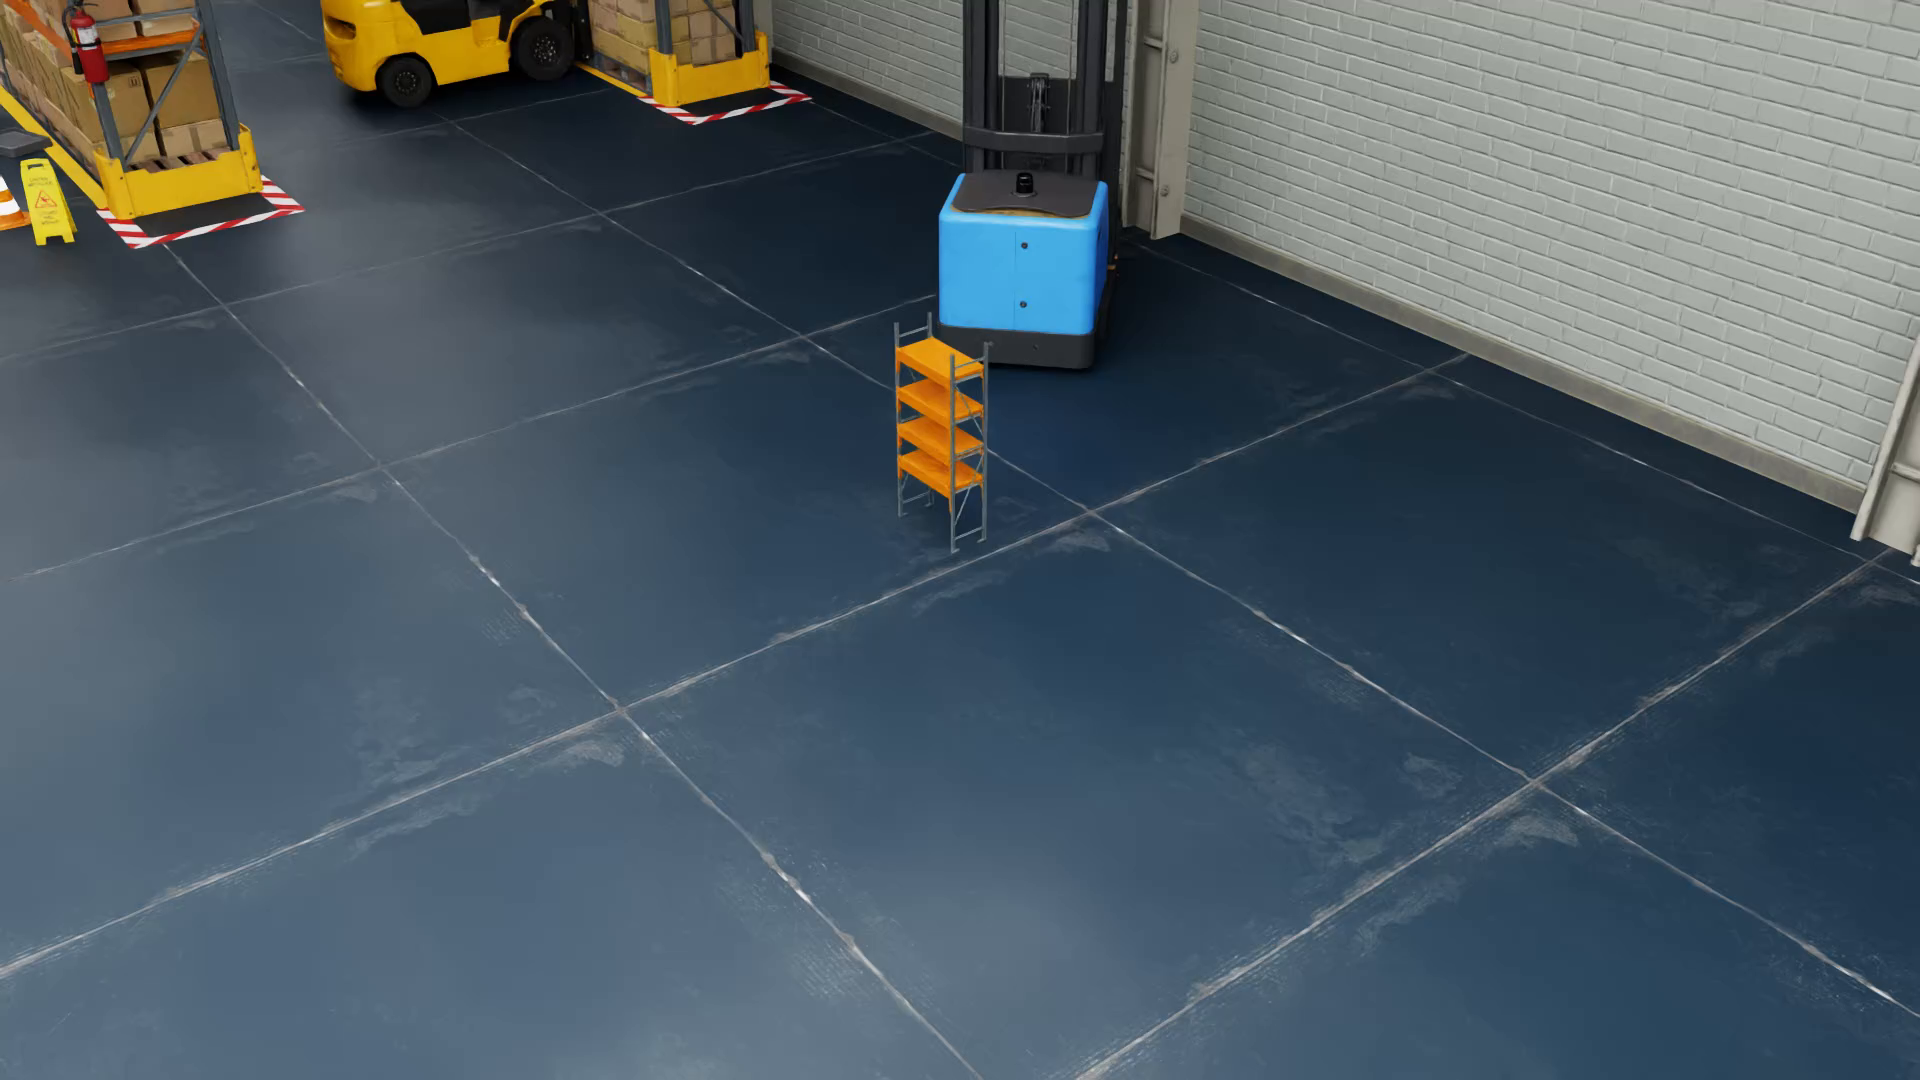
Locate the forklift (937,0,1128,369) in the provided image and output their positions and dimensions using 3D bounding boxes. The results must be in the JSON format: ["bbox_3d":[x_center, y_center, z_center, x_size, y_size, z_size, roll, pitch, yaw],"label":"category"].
[{"bbox_3d":[0.603,-3.134,11.518,1.130,2.935,3.031,5,32,8],"label":"forklift"}]

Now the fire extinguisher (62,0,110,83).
[{"bbox_3d":[-6.654,-3.839,12.661,0.296,0.674,0.183,-22,38,-31],"label":"fire extinguisher"}]

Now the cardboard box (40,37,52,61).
[{"bbox_3d":[-7.487,-4.160,13.987,0.380,0.149,0.250,-22,38,-31],"label":"cardboard box"}]

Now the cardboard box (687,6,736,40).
[{"bbox_3d":[-2.565,-5.162,16.452,0.500,0.250,0.500,-21,38,-31],"label":"cardboard box"}]

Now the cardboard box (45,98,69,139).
[{"bbox_3d":[-7.705,-3.764,14.675,0.500,0.250,0.500,-24,39,-33],"label":"cardboard box"}]

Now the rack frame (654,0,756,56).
[{"bbox_3d":[-2.441,-5.676,15.546,1.000,3.000,0.127,-22,38,-31],"label":"rack frame"}]

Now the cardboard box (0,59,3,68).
[{"bbox_3d":[-9.136,-5.016,16.575,0.950,0.372,0.625,-22,38,-31],"label":"cardboard box"}]

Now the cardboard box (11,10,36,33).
[{"bbox_3d":[-8.151,-4.610,14.713,0.380,0.149,0.250,-20,37,-29],"label":"cardboard box"}]

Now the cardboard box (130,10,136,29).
[{"bbox_3d":[-6.571,-4.271,13.522,0.380,0.149,0.250,-22,38,-31],"label":"cardboard box"}]

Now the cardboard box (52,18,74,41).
[{"bbox_3d":[-7.001,-4.118,13.276,0.380,0.149,0.250,-23,38,-32],"label":"cardboard box"}]

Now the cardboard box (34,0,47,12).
[{"bbox_3d":[-7.214,-4.585,13.412,0.500,0.500,0.500,-22,38,-31],"label":"cardboard box"}]

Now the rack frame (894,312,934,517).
[{"bbox_3d":[-0.251,-0.680,9.208,0.240,1.200,0.015,-22,38,-31],"label":"rack frame"}]

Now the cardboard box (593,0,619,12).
[{"bbox_3d":[-3.288,-5.413,16.383,0.500,0.250,0.500,-22,38,-31],"label":"cardboard box"}]

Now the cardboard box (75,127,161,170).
[{"bbox_3d":[-7.083,-3.339,13.991,0.500,0.250,0.500,-22,38,-32],"label":"cardboard box"}]

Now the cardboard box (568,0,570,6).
[{"bbox_3d":[-3.923,-5.631,17.208,0.500,0.250,0.500,-22,38,-32],"label":"cardboard box"}]

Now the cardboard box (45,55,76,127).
[{"bbox_3d":[-7.380,-3.863,14.125,0.500,0.500,0.500,-21,37,-30],"label":"cardboard box"}]

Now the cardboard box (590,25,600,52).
[{"bbox_3d":[-3.576,-5.202,16.990,0.500,0.250,0.500,-22,38,-31],"label":"cardboard box"}]

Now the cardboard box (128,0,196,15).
[{"bbox_3d":[-6.431,-4.525,13.315,0.500,0.500,0.500,-23,39,-32],"label":"cardboard box"}]

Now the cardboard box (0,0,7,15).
[{"bbox_3d":[-8.635,-4.935,15.236,0.380,0.149,0.250,-22,38,-31],"label":"cardboard box"}]

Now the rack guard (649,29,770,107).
[{"bbox_3d":[-2.426,-4.604,16.189,1.175,0.500,0.348,-22,38,-31],"label":"rack guard"}]

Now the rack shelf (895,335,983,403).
[{"bbox_3d":[-0.102,-0.912,8.837,0.258,0.148,0.480,-22,38,-31],"label":"rack shelf"}]

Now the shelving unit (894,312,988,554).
[{"bbox_3d":[-0.102,-0.579,9.045,0.258,1.200,0.503,-22,38,-31],"label":"shelving unit"}]

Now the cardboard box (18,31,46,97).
[{"bbox_3d":[-8.010,-4.295,14.820,0.500,0.500,0.500,-20,37,-29],"label":"cardboard box"}]

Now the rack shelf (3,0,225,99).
[{"bbox_3d":[-7.586,-4.597,14.490,1.077,0.370,4.000,-22,38,-31],"label":"rack shelf"}]

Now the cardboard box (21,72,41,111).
[{"bbox_3d":[-8.328,-4.194,15.368,0.500,0.250,0.500,-20,37,-29],"label":"cardboard box"}]

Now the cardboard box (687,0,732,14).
[{"bbox_3d":[-2.586,-5.373,16.318,0.500,0.250,0.500,-23,39,-32],"label":"cardboard box"}]

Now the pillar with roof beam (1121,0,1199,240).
[{"bbox_3d":[-1.877,-4.913,8.631,9.100,9.000,0.400,-22,38,-31],"label":"pillar with roof beam"}]

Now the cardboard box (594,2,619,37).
[{"bbox_3d":[-3.286,-5.213,16.535,0.500,0.250,0.500,-23,38,-32],"label":"cardboard box"}]

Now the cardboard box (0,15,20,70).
[{"bbox_3d":[-8.664,-4.731,15.522,0.500,0.500,0.500,-20,37,-29],"label":"cardboard box"}]

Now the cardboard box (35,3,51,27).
[{"bbox_3d":[-7.323,-4.329,13.616,0.380,0.149,0.250,-22,38,-31],"label":"cardboard box"}]

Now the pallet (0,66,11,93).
[{"bbox_3d":[-9.291,-4.875,16.899,1.003,0.211,1.213,-22,38,-31],"label":"pallet"}]

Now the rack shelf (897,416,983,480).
[{"bbox_3d":[-0.102,-0.522,9.080,0.258,0.148,0.480,-22,38,-31],"label":"rack shelf"}]

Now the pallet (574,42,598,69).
[{"bbox_3d":[-3.687,-5.305,17.591,1.003,0.211,1.213,-22,38,-31],"label":"pallet"}]

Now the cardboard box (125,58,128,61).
[{"bbox_3d":[-6.975,-4.049,14.424,0.500,0.500,0.500,-24,39,-33],"label":"cardboard box"}]

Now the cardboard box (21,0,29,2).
[{"bbox_3d":[-7.919,-4.762,14.312,0.380,0.149,0.250,-22,38,-32],"label":"cardboard box"}]

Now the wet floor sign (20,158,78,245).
[{"bbox_3d":[-7.088,-2.643,12.894,0.267,0.644,0.232,-10,33,-15],"label":"wet floor sign"}]

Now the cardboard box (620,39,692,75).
[{"bbox_3d":[-2.979,-4.780,16.311,0.500,0.250,0.500,-22,38,-31],"label":"cardboard box"}]

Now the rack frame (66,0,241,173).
[{"bbox_3d":[-6.360,-4.069,12.958,1.000,3.000,0.127,-22,38,-31],"label":"rack frame"}]

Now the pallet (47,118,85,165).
[{"bbox_3d":[-7.621,-3.774,15.126,1.003,0.211,1.213,-22,38,-31],"label":"pallet"}]
